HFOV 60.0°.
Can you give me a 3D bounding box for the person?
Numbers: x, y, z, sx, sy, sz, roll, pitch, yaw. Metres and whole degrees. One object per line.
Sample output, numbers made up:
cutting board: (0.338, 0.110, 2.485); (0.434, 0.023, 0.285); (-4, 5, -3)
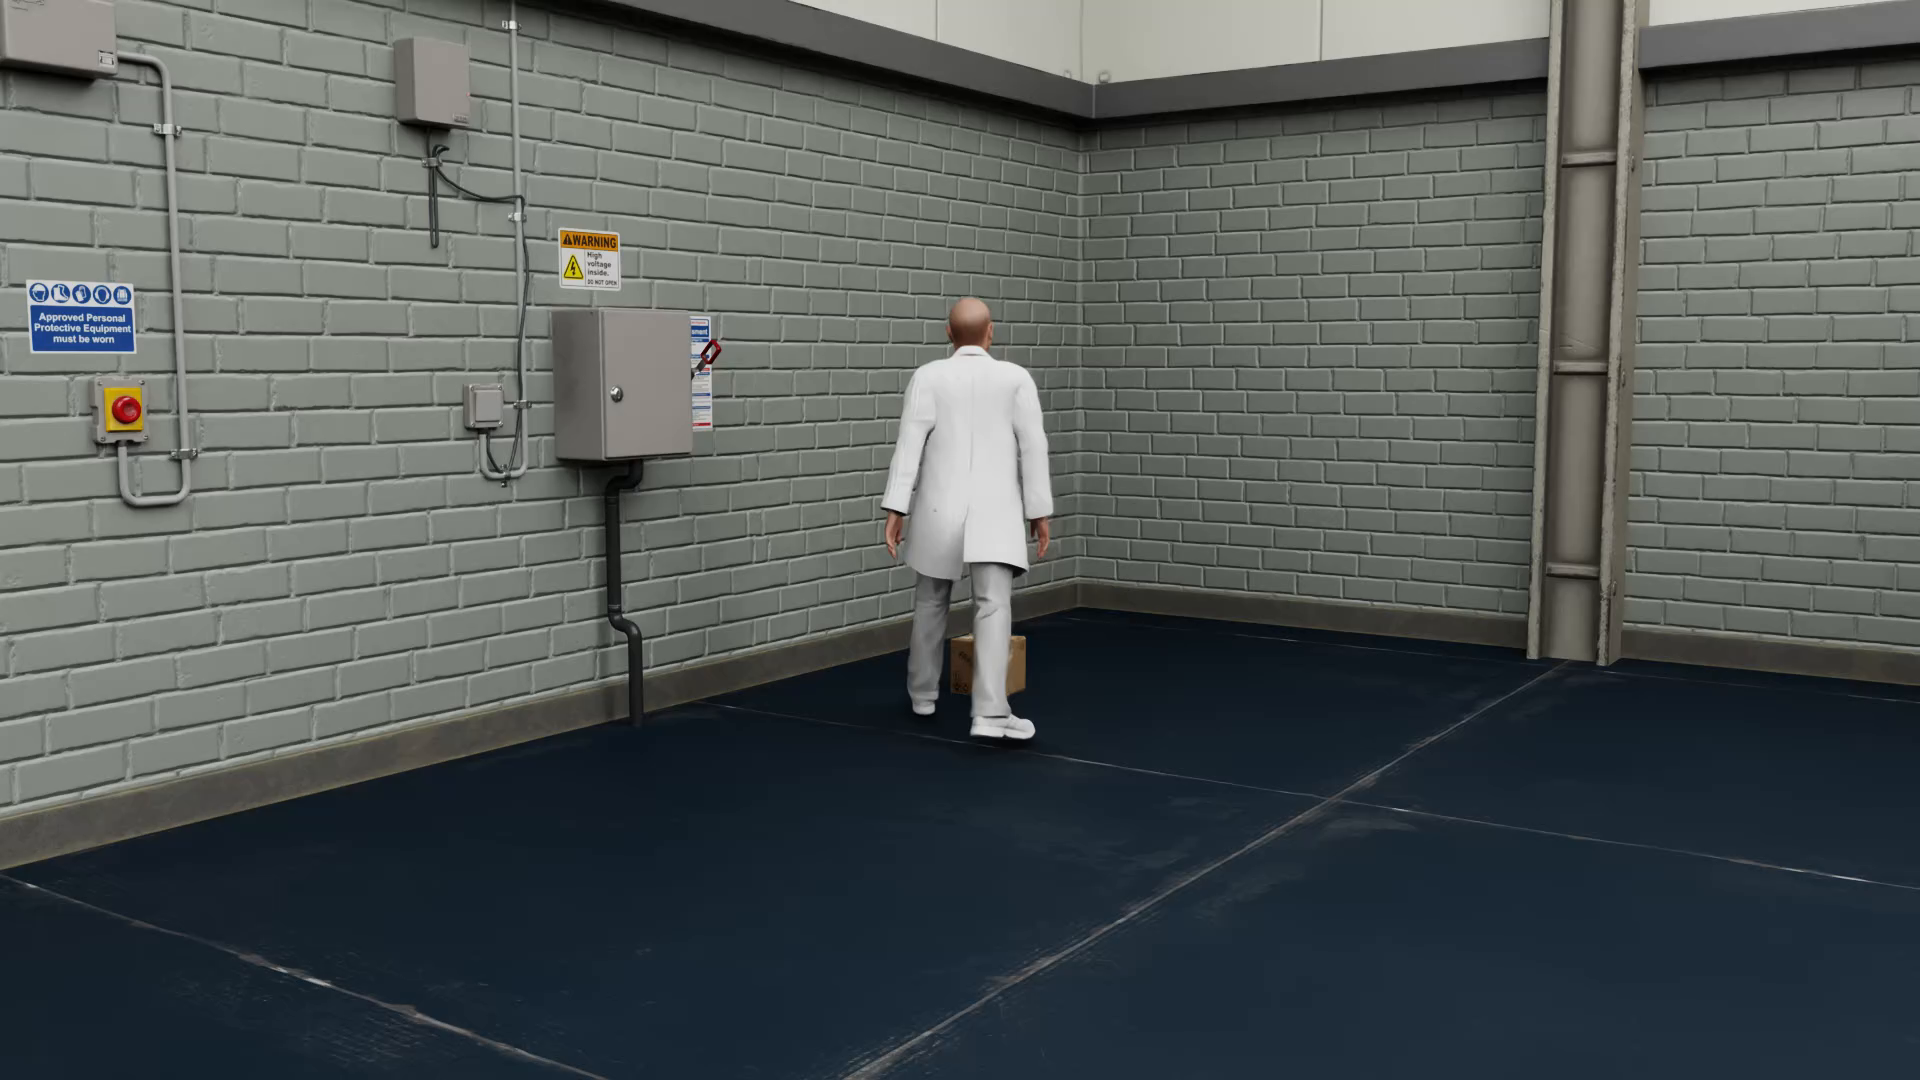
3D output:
person: (-0.076, -0.140, 6.999); (0.614, 1.776, 0.772); (1, 6, 9)
